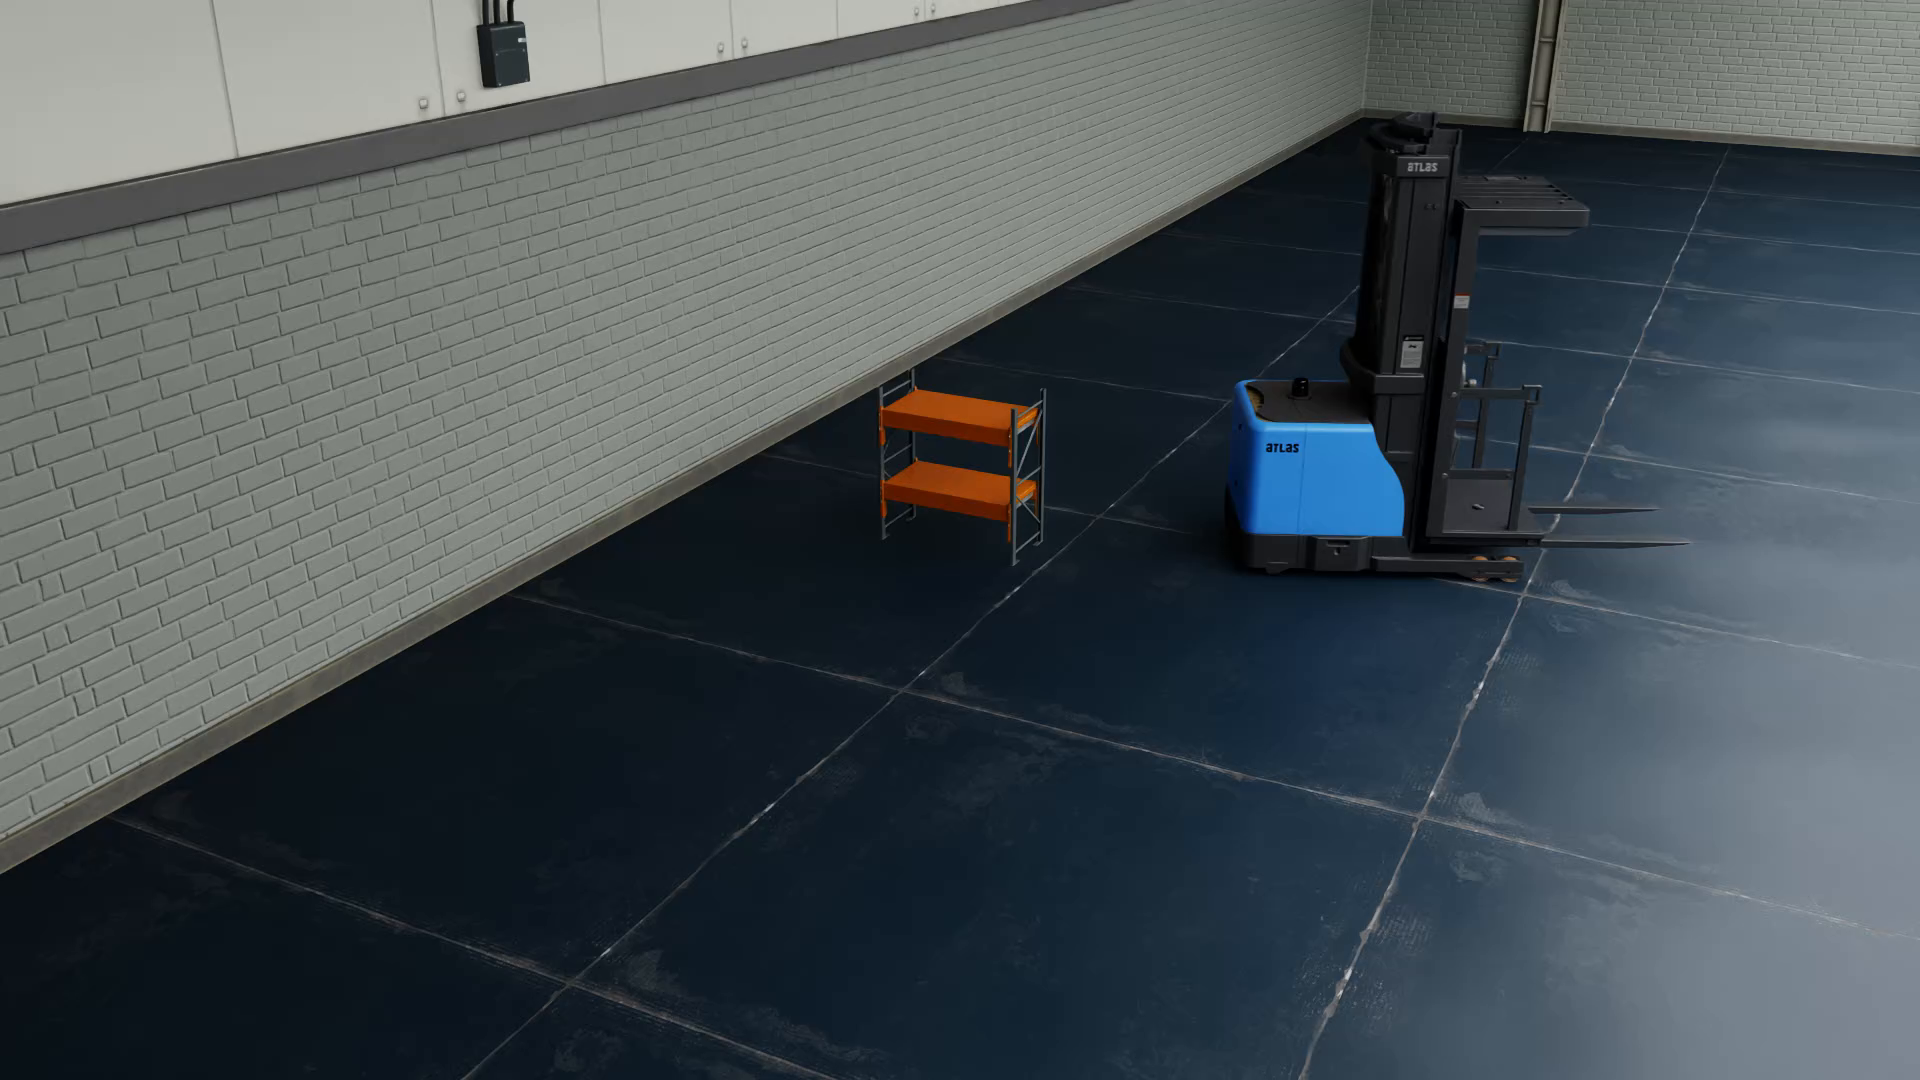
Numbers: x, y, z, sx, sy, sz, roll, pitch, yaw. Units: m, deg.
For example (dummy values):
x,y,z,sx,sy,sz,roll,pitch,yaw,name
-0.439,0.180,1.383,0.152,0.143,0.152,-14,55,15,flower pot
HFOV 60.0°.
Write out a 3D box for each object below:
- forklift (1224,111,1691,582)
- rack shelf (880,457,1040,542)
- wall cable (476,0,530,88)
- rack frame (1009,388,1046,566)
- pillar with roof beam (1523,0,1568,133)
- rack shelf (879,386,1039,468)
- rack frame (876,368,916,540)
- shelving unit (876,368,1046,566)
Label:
x,y,z,sx,sy,sz,roll,pitch,yaw,name
3.401,-1.280,11.015,3.031,2.935,1.130,1,23,2,forklift
0.006,-0.291,11.623,1.000,0.278,0.538,11,25,25,rack shelf
-2.275,-5.868,9.705,0.169,6.003,2.305,11,25,25,wall cable
0.460,-0.427,11.316,0.032,1.125,0.500,11,25,25,rack frame
7.730,-9.506,22.605,0.400,9.000,9.100,11,25,25,pillar with roof beam
0.006,-0.786,11.413,1.000,0.278,0.538,11,25,25,rack shelf
-0.448,-0.606,11.738,0.032,1.125,0.500,11,25,25,rack frame
0.006,-0.516,11.527,1.048,1.125,0.538,11,25,25,shelving unit
